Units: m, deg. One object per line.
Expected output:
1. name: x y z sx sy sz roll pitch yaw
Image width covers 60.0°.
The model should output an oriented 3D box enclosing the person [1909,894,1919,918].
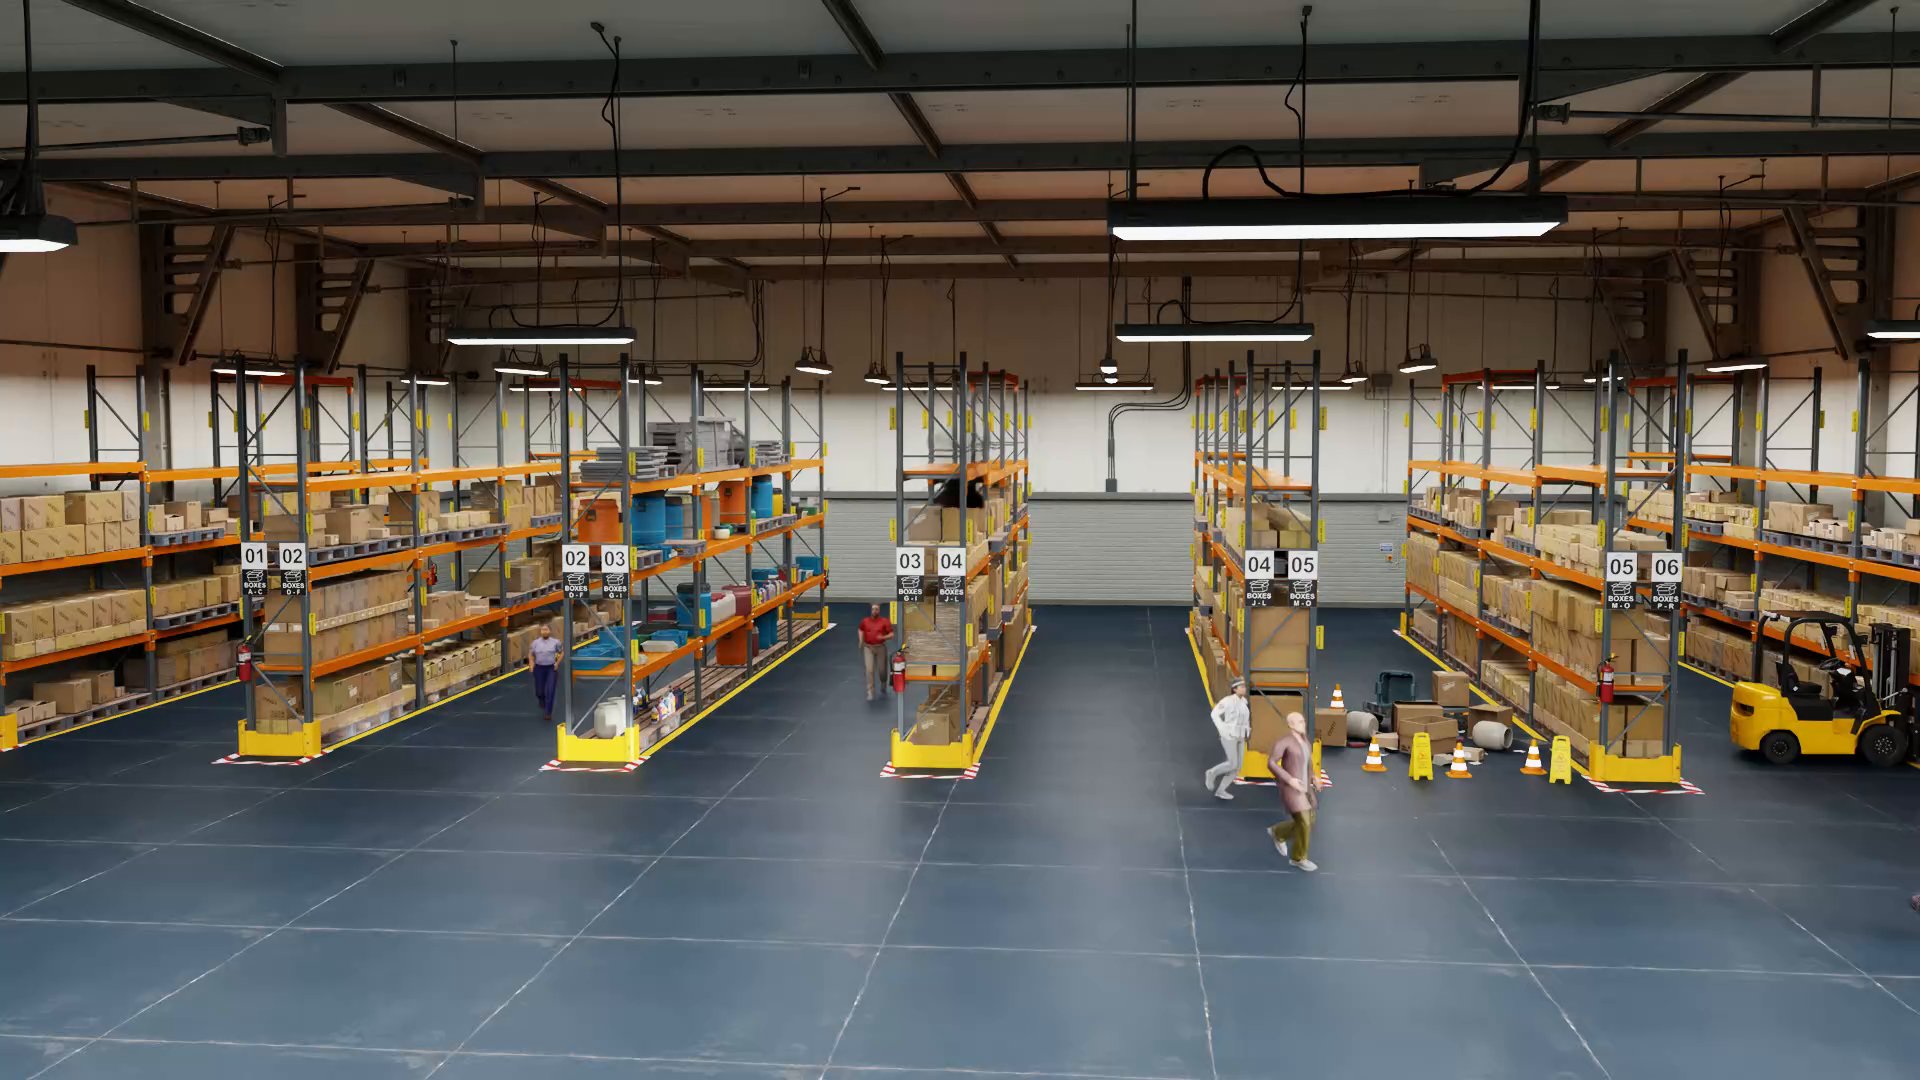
1. person: 9.508 3.022 15.859 0.668 1.698 0.896 -3 5 -37

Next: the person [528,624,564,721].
1. person: -6.979 2.221 28.084 0.608 1.598 0.607 -1 4 -11

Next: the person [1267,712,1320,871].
1. person: 3.717 2.803 18.705 0.719 1.750 0.721 4 6 45

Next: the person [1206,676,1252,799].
1. person: 3.646 2.617 22.229 0.633 1.613 0.532 -3 5 -40

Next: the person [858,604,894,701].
1. person: -1.530 2.003 30.068 0.673 1.699 0.944 0 4 3
